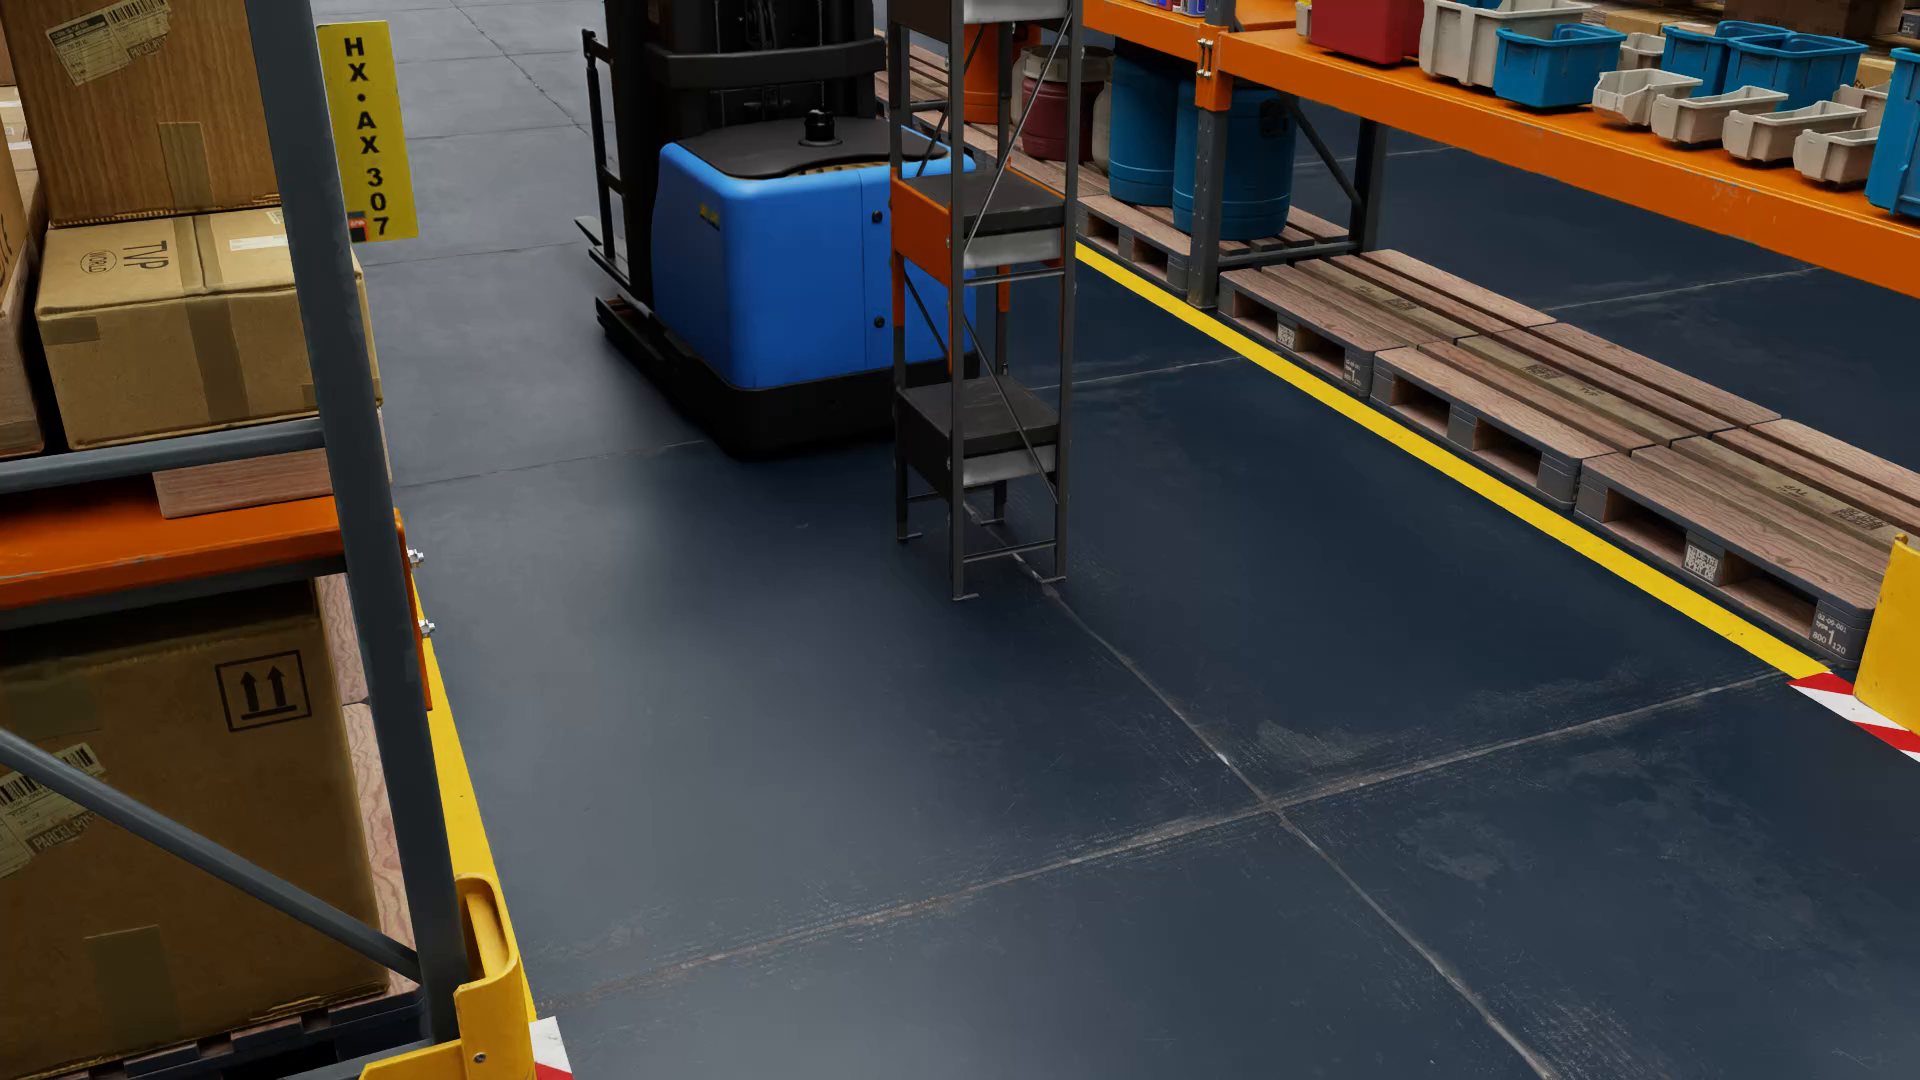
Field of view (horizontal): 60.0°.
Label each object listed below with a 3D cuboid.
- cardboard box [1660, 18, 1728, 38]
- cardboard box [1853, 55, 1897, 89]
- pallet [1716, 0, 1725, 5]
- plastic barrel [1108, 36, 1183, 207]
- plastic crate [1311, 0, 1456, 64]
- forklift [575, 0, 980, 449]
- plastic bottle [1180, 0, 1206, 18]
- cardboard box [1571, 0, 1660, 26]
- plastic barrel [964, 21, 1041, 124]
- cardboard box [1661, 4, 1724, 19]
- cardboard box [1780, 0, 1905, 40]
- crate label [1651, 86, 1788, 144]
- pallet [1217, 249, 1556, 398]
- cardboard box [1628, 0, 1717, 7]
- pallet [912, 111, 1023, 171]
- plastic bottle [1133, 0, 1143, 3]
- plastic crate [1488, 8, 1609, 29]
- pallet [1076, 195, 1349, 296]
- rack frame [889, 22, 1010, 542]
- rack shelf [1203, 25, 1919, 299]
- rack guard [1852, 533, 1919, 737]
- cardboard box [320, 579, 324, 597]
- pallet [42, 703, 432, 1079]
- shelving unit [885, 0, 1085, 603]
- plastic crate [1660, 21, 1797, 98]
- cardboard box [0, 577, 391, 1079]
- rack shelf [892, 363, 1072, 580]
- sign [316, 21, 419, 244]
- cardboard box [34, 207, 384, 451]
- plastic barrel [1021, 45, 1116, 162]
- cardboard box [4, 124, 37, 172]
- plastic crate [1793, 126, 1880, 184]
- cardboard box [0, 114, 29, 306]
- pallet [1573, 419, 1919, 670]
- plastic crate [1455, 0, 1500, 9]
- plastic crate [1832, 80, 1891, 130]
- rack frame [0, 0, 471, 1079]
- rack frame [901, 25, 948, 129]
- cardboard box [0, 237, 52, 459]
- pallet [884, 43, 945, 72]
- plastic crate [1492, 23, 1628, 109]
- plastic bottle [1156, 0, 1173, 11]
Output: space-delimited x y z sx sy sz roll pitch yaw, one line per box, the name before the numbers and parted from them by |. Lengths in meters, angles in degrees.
cardboard box | 5.107 -3.242 11.319 0.500 0.500 0.500 -12 28 -22
cardboard box | 5.690 -2.633 10.072 0.500 0.500 0.500 -11 28 -21
pallet | 8.358 -5.431 16.633 1.003 0.211 1.213 -11 28 -21
plastic barrel | 1.113 -2.314 8.983 0.600 0.901 0.708 -11 28 -21
plastic crate | 1.706 -2.212 6.719 0.402 0.464 0.583 -11 28 -21
forklift | -1.032 -2.275 7.068 1.130 2.935 3.031 -12 29 -24
plastic bottle | 1.136 -2.607 7.813 0.152 0.276 0.135 -11 28 -21
cardboard box | 4.706 -3.655 12.165 0.500 0.500 0.500 -12 28 -22
plastic barrel | 0.228 -3.193 10.866 0.600 0.830 0.708 -11 28 -21
cardboard box | 5.365 -3.552 11.954 0.500 0.500 0.500 -12 28 -22
cardboard box | 5.790 -3.461 10.913 0.500 0.250 0.500 -11 28 -20
crate label | 2.436 -1.379 5.388 0.396 0.136 0.243 -11 28 -21
pallet | 1.911 -1.016 7.591 1.003 0.211 1.213 -11 28 -21
cardboard box | 5.188 -4.076 12.172 0.500 0.250 0.500 -9 28 -19
pallet | 0.368 -2.610 10.855 1.003 0.211 1.213 -11 28 -21
plastic bottle | 0.926 -2.852 8.229 0.144 0.351 0.185 -11 28 -21
plastic crate | 2.273 -2.057 6.789 0.437 0.125 0.590 -11 28 -21
pallet | 1.324 -1.625 8.838 1.003 0.211 1.213 -11 28 -21
rack frame | -0.031 -0.975 5.354 0.400 2.100 0.015 -11 28 -21
rack shelf | 2.371 -1.429 6.077 1.077 0.370 4.000 -11 28 -21
rack guard | 3.175 0.186 4.799 1.175 0.500 0.348 -11 28 -21
cardboard box | -2.433 -0.299 4.886 0.875 0.875 0.875 -11 28 -21
pallet | -1.789 0.850 3.768 1.003 0.211 1.213 -11 28 -21
shelving unit | 0.065 -0.877 5.152 0.431 2.100 0.503 -11 28 -21
plastic crate | 2.727 -1.705 5.946 0.416 0.233 0.300 -11 28 -21
cardboard box | -1.728 0.428 3.398 0.875 0.875 0.875 -11 28 -21
rack shelf | 0.065 -0.235 5.466 0.431 0.518 0.480 -11 28 -21
sign | -0.890 -0.611 2.506 0.100 0.325 0.005 -11 28 -21
cardboard box | -1.343 -0.400 2.982 0.500 0.250 0.500 -11 28 -22
plastic barrel | 0.671 -2.629 9.985 0.600 0.588 0.708 -11 28 -21
cardboard box | -2.235 -0.720 3.638 0.500 0.250 0.500 -12 28 -22
plastic crate | 2.668 -1.151 4.921 0.396 0.136 0.243 -11 28 -21
cardboard box | -1.836 -0.648 2.636 0.500 0.500 0.500 -10 28 -20
pallet | 2.867 -0.031 5.573 1.003 0.211 1.213 -11 28 -21
plastic crate | 2.084 -2.449 7.298 0.392 0.384 0.575 -11 28 -21
plastic crate | 3.045 -1.427 5.486 0.250 0.136 0.298 -11 28 -21
rack frame | -1.406 -0.093 2.522 0.949 2.616 0.053 -11 28 -21
rack frame | 0.021 -4.174 10.881 1.000 3.000 0.127 -11 28 -21
cardboard box | -1.837 -0.310 2.798 0.500 0.250 0.500 -11 28 -21
pallet | -0.721 -3.732 13.154 1.003 0.211 1.213 -11 28 -21
plastic crate | 2.114 -1.681 5.897 0.416 0.233 0.300 -11 28 -21
plastic bottle | 1.003 -2.696 7.986 0.061 0.283 0.133 -11 28 -21
